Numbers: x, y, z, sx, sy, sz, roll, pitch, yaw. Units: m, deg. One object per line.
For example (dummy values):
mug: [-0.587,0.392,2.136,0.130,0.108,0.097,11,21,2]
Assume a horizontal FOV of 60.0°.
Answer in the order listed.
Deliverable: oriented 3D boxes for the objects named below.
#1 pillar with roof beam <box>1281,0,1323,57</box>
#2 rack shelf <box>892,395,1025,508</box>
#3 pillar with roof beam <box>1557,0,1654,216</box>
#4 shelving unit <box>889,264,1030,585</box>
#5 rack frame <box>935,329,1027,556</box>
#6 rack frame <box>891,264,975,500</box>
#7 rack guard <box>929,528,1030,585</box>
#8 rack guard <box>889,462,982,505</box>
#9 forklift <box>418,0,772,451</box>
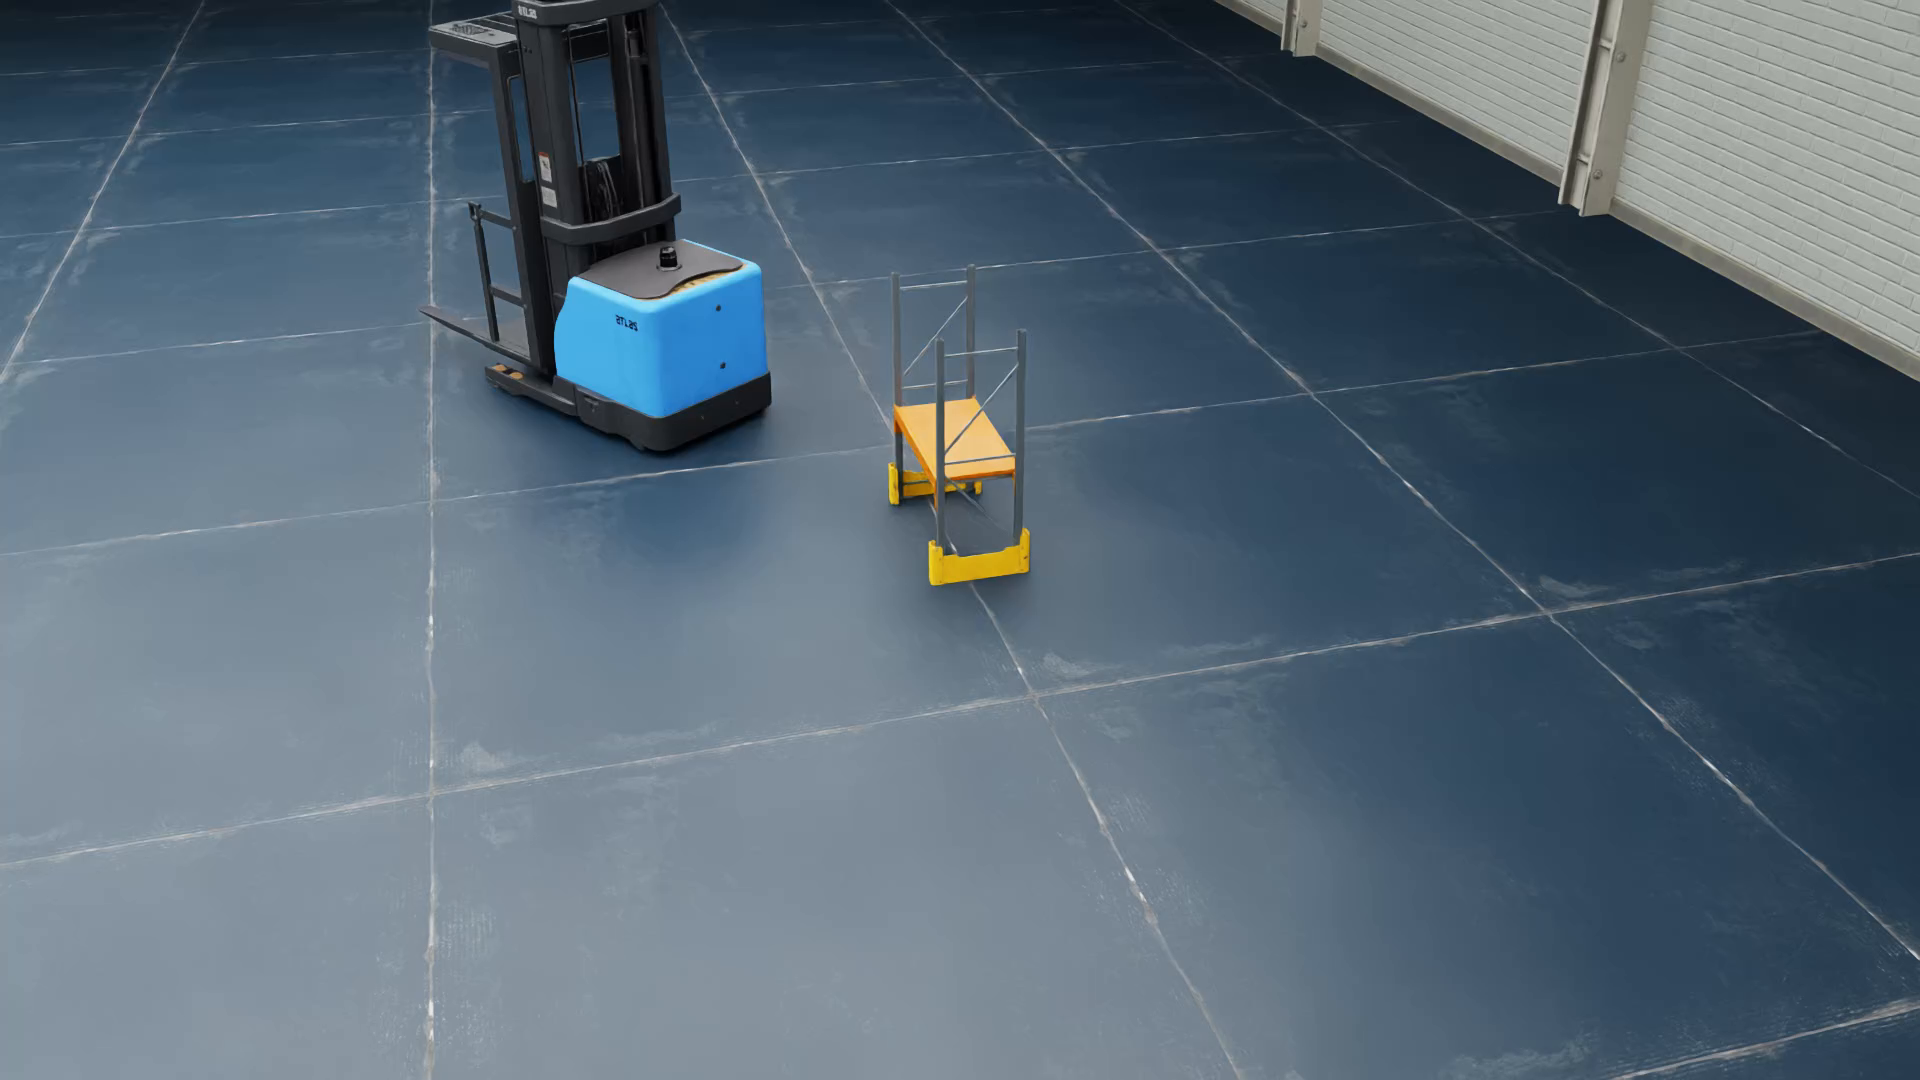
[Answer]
pillar with roof beam: [-0.024,-9.263,17.001,9.100,9.000,0.400,-8,31,-13]
rack shelf: [-0.023,-0.535,9.767,0.538,0.185,1.000,-8,31,-13]
pillar with roof beam: [1.568,-6.365,11.995,9.100,9.000,0.400,-8,31,-13]
shelving unit: [-0.020,-0.686,9.669,0.587,1.500,1.083,-8,31,-13]
rack frame: [0.112,-0.445,9.252,0.500,1.500,0.032,-8,31,-13]
rack frame: [-0.158,-0.936,10.101,0.500,1.500,0.032,-8,31,-13]
rack guard: [0.112,0.096,9.567,0.587,0.250,0.087,-8,31,-13]
rack guard: [-0.152,-0.386,10.398,0.587,0.250,0.087,-8,31,-13]
forklift: [-2.741,-2.461,11.307,3.031,2.935,1.130,24,37,35]
